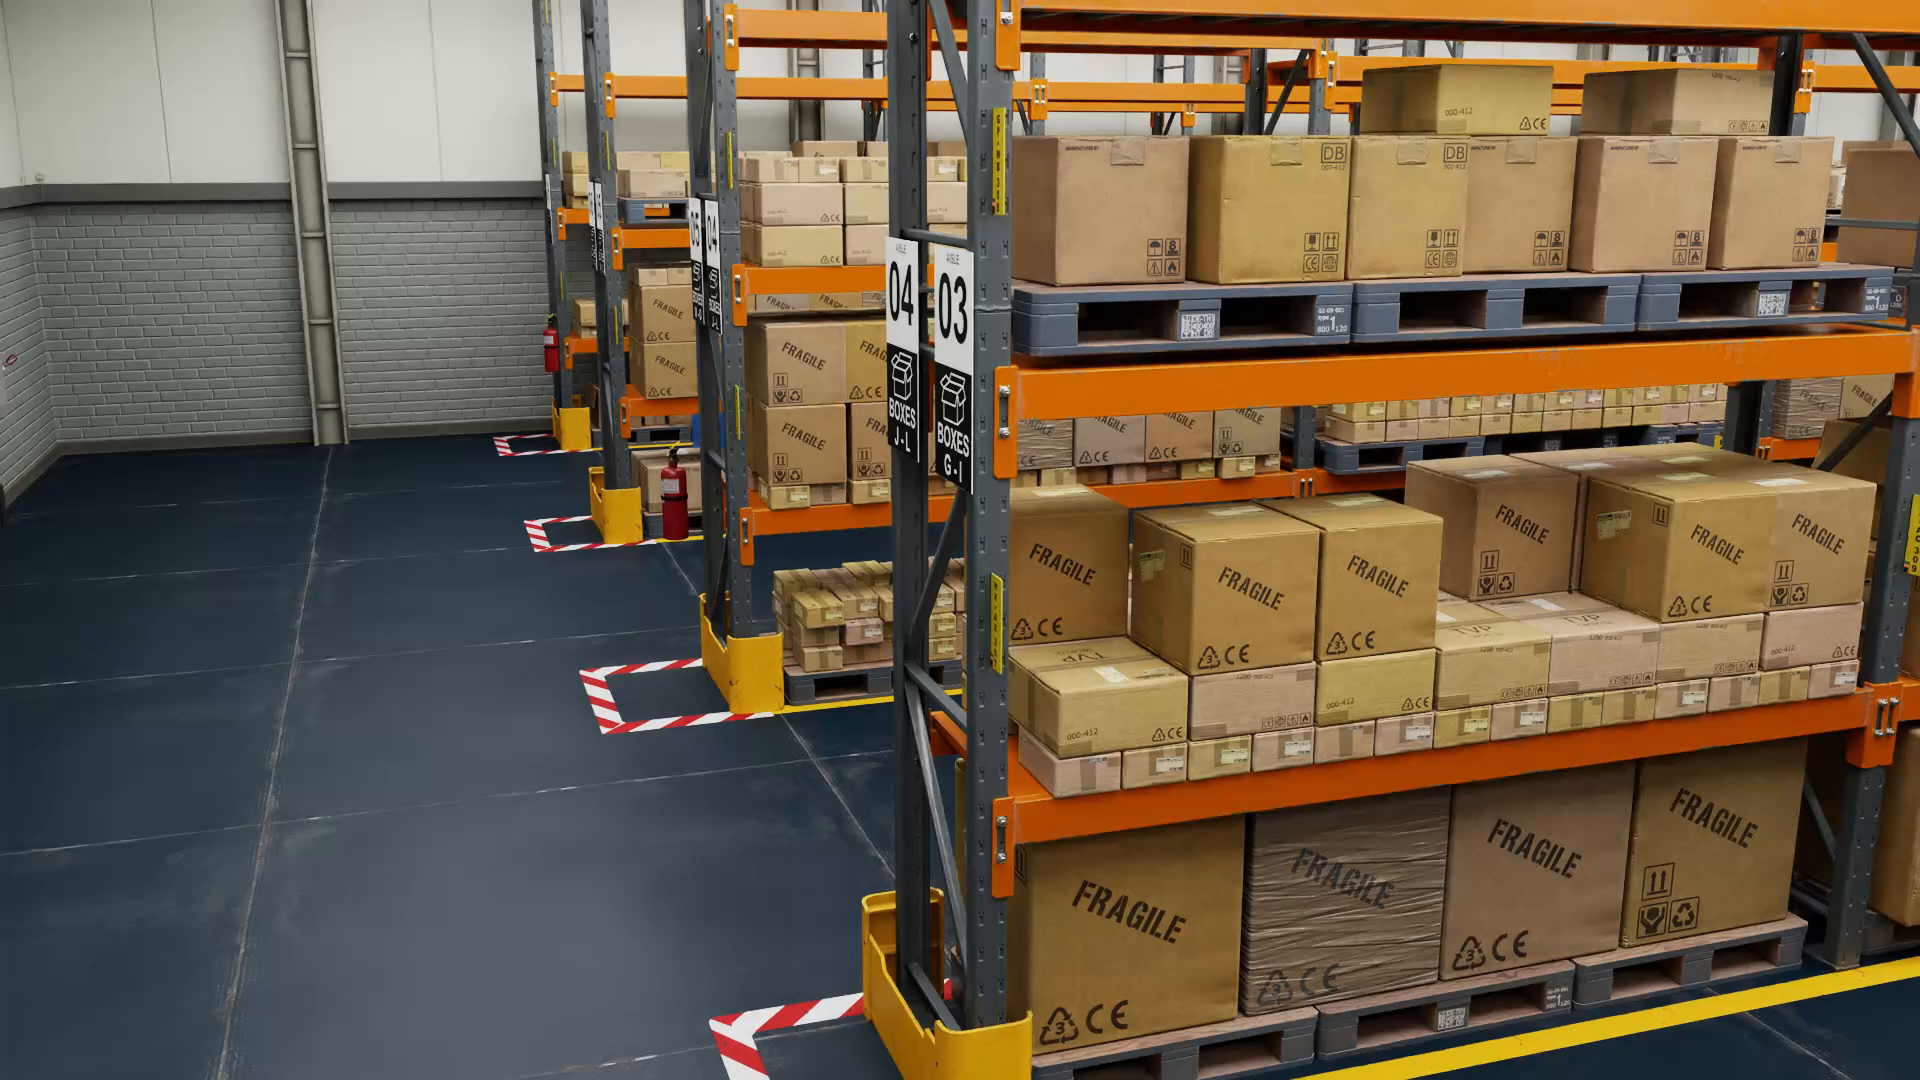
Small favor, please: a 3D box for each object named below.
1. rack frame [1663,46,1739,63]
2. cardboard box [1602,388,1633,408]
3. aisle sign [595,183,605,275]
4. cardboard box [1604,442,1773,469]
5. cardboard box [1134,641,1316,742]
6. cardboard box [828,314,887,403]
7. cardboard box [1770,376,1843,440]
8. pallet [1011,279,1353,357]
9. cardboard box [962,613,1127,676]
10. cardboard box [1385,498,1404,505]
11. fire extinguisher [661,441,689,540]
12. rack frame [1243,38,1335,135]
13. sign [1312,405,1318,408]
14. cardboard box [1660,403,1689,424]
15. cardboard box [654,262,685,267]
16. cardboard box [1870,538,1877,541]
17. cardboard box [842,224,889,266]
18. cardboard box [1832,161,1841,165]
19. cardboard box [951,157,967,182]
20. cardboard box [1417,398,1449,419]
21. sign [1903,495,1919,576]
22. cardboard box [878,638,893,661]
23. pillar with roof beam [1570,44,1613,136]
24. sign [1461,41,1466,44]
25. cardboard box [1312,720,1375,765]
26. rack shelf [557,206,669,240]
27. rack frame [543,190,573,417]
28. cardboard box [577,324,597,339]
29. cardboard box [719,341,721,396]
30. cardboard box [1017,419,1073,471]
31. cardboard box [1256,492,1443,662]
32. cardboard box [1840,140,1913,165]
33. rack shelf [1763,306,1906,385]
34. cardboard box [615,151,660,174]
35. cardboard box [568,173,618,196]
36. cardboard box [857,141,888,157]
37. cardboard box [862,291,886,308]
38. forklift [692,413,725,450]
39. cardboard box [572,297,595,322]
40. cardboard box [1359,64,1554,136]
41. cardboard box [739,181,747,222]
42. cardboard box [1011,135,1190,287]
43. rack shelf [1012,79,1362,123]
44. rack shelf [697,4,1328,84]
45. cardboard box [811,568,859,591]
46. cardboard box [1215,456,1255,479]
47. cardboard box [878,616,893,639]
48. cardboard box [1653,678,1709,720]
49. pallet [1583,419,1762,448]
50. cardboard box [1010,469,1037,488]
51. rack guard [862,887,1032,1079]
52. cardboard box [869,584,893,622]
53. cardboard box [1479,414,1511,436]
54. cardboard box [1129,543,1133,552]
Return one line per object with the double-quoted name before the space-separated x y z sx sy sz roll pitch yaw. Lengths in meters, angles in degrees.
"rack frame" 8.163 -5.361 18.342 0.127 3.000 1.000 -4 14 -18
"cardboard box" 4.748 -1.083 12.314 0.250 0.149 0.380 -5 14 -18
"aisle sign" -3.186 -2.753 14.722 0.004 0.787 0.394 -4 14 -18
"cardboard box" 3.206 -0.136 7.400 0.500 0.500 0.500 -4 14 -18
"cardboard box" 0.982 0.529 6.226 0.500 0.250 0.500 -5 14 -19
"cardboard box" -0.549 -1.172 10.675 0.500 0.500 0.500 -4 14 -16
"cardboard box" 6.558 -1.092 13.141 0.500 0.500 0.500 -4 14 -17
"pallet" 0.650 -0.857 6.078 1.213 0.211 1.003 -4 14 -18
"cardboard box" 0.325 0.451 6.553 0.500 0.250 0.500 -5 14 -19
"cardboard box" 3.040 -0.123 12.161 0.500 0.250 0.500 -5 14 -21
"fire extinguisher" -1.922 -0.342 11.179 0.183 0.674 0.296 -4 14 -18
"rack frame" 2.255 -3.692 11.327 0.127 3.000 1.000 -4 14 -18
"sign" 2.436 -1.077 11.423 0.005 0.325 0.100 -4 14 -18
"cardboard box" 5.246 -0.977 12.510 0.250 0.149 0.380 -4 14 -17
"cardboard box" -2.701 -2.502 15.507 0.250 0.149 0.380 -4 14 -17
"cardboard box" 4.098 0.178 7.802 0.500 0.500 0.500 -4 14 -18
"cardboard box" -0.528 -1.880 10.513 0.500 0.250 0.500 -4 14 -16
"cardboard box" 9.782 -4.227 18.877 0.250 0.149 0.380 -5 14 -19
"cardboard box" 0.093 -2.354 10.562 0.250 0.149 0.380 -4 14 -16
"cardboard box" 3.265 -0.967 11.828 0.250 0.149 0.380 -4 14 -17
"sign" 3.920 -0.017 6.796 0.005 0.325 0.100 -4 14 -18
"cardboard box" -0.482 0.678 11.169 0.250 0.149 0.380 -4 14 -17
"pillar with roof beam" 10.793 -5.947 20.804 0.400 9.000 9.100 -4 14 -18
"sign" 6.761 -6.824 22.304 0.005 0.325 0.100 -4 14 -18
"cardboard box" 1.365 0.709 6.331 0.250 0.149 0.380 -5 14 -19
"rack shelf" -2.901 -3.902 20.245 4.000 0.370 1.077 -4 14 -18
"rack frame" -4.797 -2.645 19.888 0.127 3.000 1.000 -4 14 -18
"cardboard box" -4.398 -2.487 19.766 0.250 0.149 0.380 -5 14 -18
"cardboard box" -2.193 -1.621 15.368 0.500 0.500 0.500 -5 14 -19
"cardboard box" 0.426 -0.762 11.112 0.500 0.500 0.500 -5 14 -20
"cardboard box" 1.454 0.127 6.293 0.500 0.500 0.500 -5 14 -20
"cardboard box" 7.605 -3.020 13.641 0.500 0.500 0.500 -4 14 -18
"rack shelf" 5.637 -0.935 7.773 4.000 0.370 1.077 -4 14 -18
"cardboard box" -3.808 -4.430 19.513 0.500 0.250 0.500 -5 14 -18
"cardboard box" -4.289 -4.149 19.410 0.500 0.250 0.500 -5 14 -19
"cardboard box" -0.687 -3.508 15.687 0.637 0.503 0.797 -3 14 -14
"cardboard box" -0.741 -2.216 15.709 0.500 0.500 0.500 -4 14 -17
"forklift" -1.355 -2.164 18.013 3.031 2.935 1.130 -7 15 -27
"cardboard box" -4.446 -2.809 20.259 0.500 0.250 0.500 -4 14 -16
"cardboard box" 1.868 -1.656 6.287 0.500 0.250 0.500 -5 14 -20
"cardboard box" -1.180 -2.198 10.770 0.500 0.250 0.500 -5 14 -20
"cardboard box" 0.426 -1.194 5.967 0.500 0.500 0.700 -5 14 -21
"rack shelf" 2.476 -4.374 16.610 4.000 0.370 1.077 -4 14 -18
"rack shelf" 0.360 -3.193 10.790 4.000 0.370 1.077 -4 14 -18
"cardboard box" -0.858 0.314 11.415 0.250 0.149 0.380 -4 14 -17
"cardboard box" 1.850 -0.536 11.565 0.250 0.149 0.380 -5 14 -20
"cardboard box" -0.476 0.532 11.143 0.250 0.149 0.380 -4 14 -17
"cardboard box" 2.826 0.595 6.809 0.250 0.149 0.380 -4 14 -17
"pallet" 5.405 -0.900 12.965 1.003 0.211 1.213 -4 14 -18
"cardboard box" 0.338 -0.435 11.138 0.250 0.149 0.380 -4 14 -16
"rack guard" -0.072 1.835 6.457 0.348 0.500 1.175 -4 14 -18
"cardboard box" -0.428 0.413 10.998 0.250 0.149 0.380 -4 14 -18
"cardboard box" 3.754 -0.861 12.021 0.250 0.149 0.380 -5 14 -21
"cardboard box" 1.359 0.136 12.163 0.250 0.149 0.380 -5 14 -19
